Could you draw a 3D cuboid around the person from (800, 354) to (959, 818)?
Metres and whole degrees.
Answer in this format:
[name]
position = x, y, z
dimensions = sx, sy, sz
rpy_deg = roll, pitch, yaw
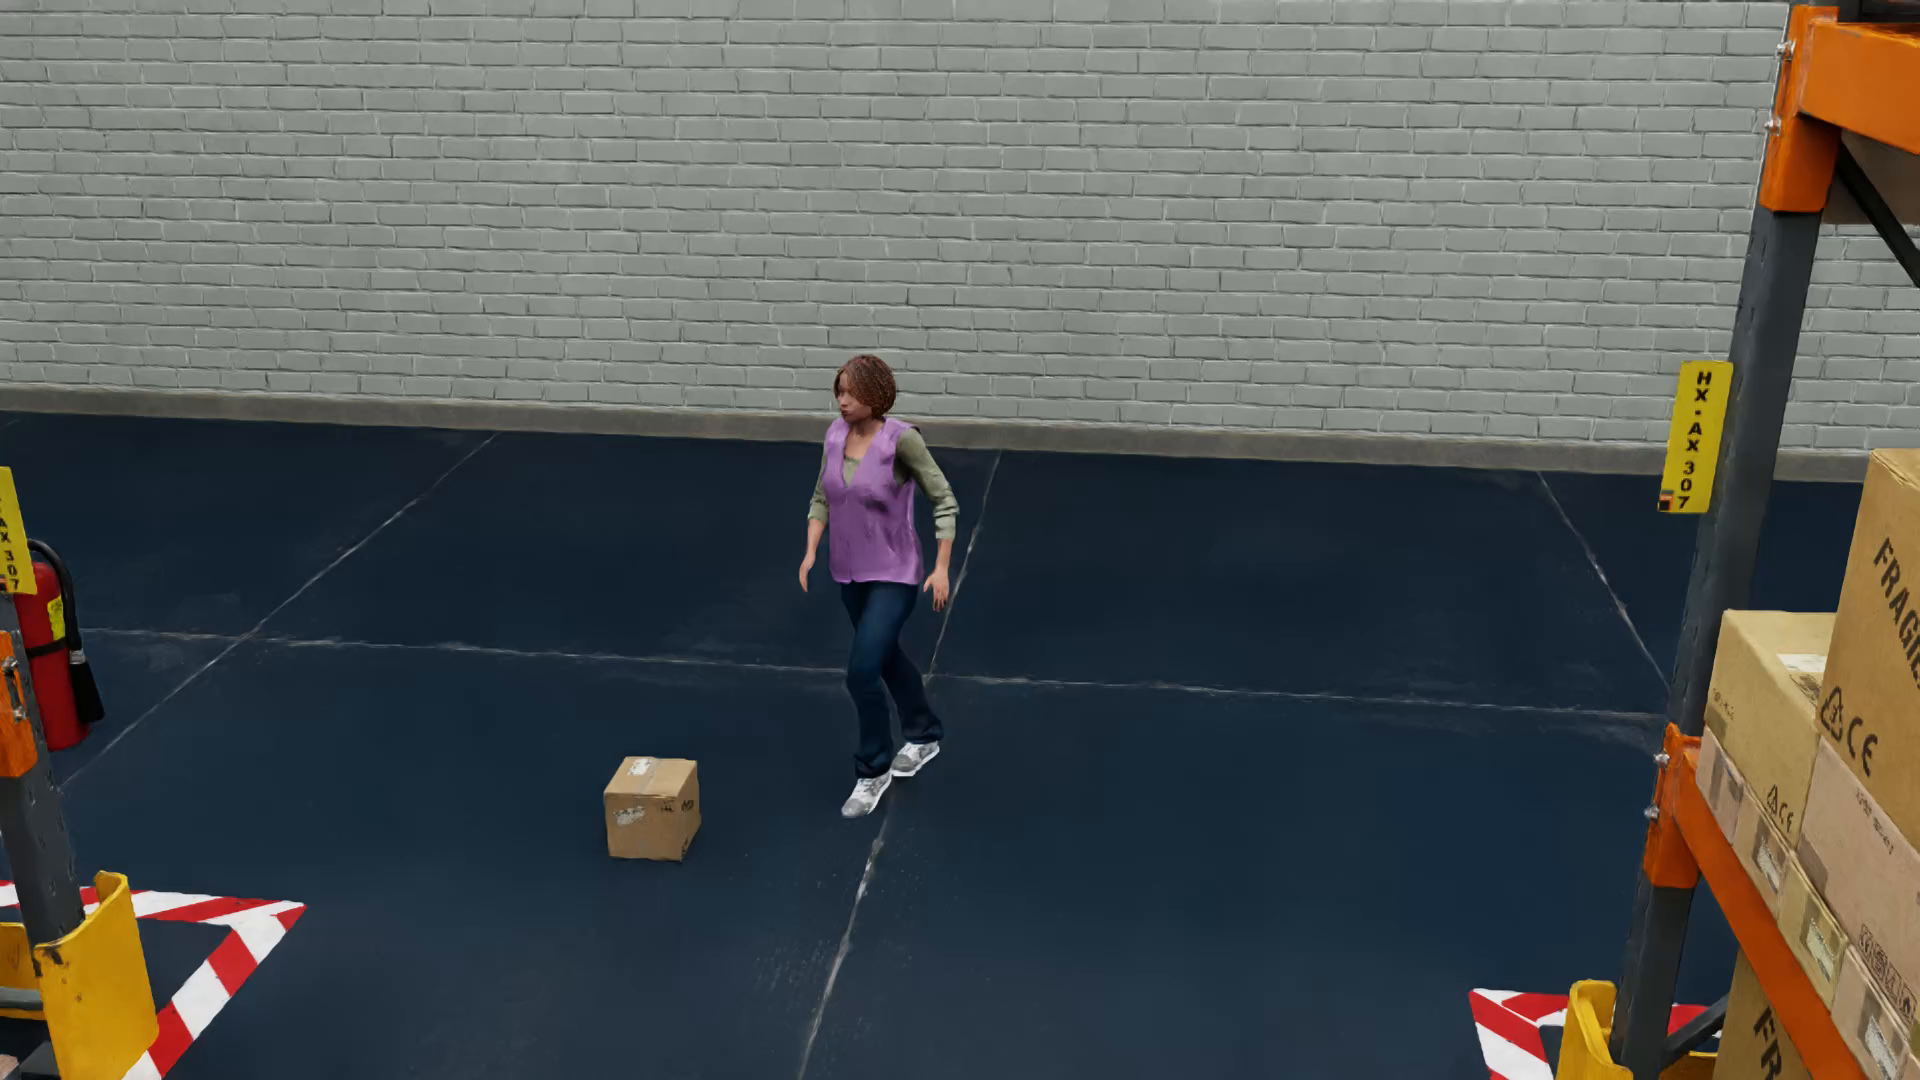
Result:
[person]
position = -0.293, 0.152, 5.789
dimensions = 0.562, 1.597, 0.585
rpy_deg = 16, 26, 35
